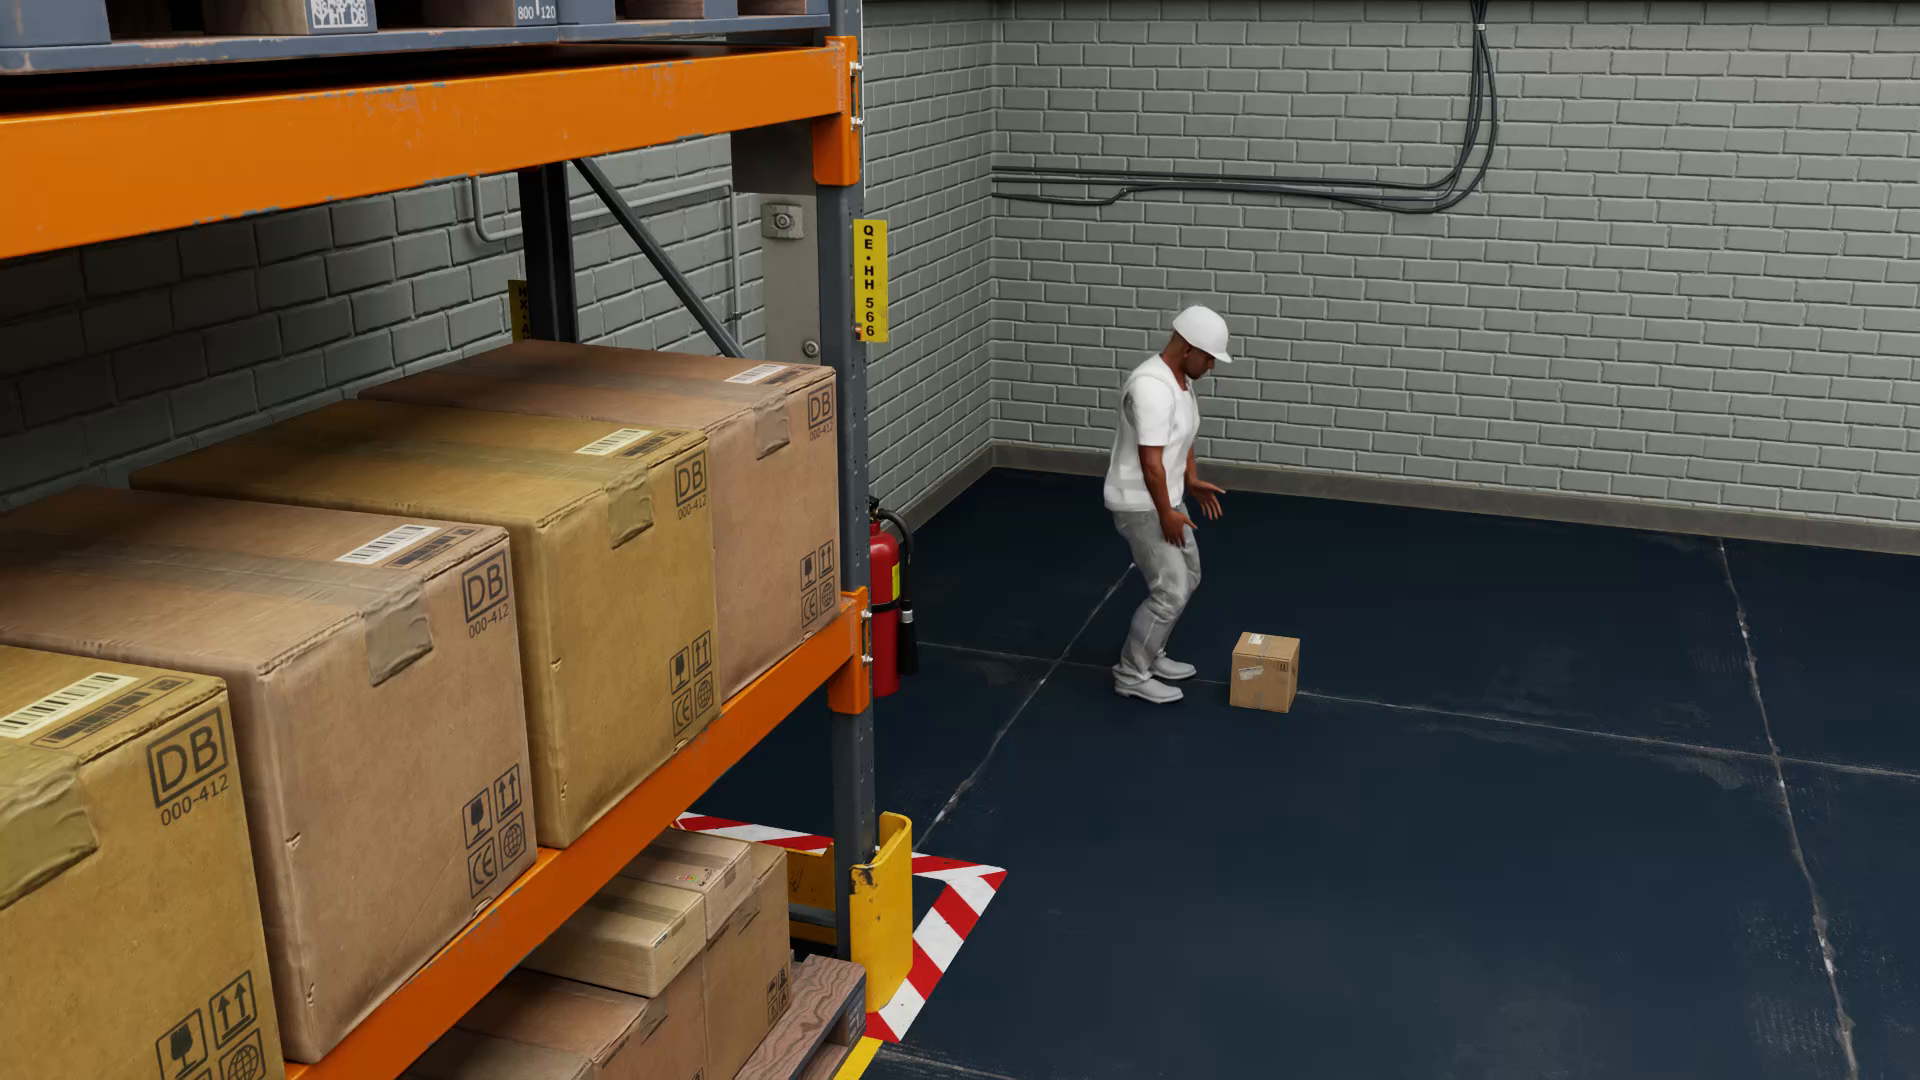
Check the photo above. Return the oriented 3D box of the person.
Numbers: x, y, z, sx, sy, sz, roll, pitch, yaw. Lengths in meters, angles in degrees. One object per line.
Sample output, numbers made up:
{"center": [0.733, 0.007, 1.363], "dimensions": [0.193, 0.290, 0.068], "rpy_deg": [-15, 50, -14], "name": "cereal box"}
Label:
{"center": [0.885, -0.498, 7.028], "dimensions": [0.491, 0.998, 0.599], "rpy_deg": [7, 20, 20], "name": "person"}
